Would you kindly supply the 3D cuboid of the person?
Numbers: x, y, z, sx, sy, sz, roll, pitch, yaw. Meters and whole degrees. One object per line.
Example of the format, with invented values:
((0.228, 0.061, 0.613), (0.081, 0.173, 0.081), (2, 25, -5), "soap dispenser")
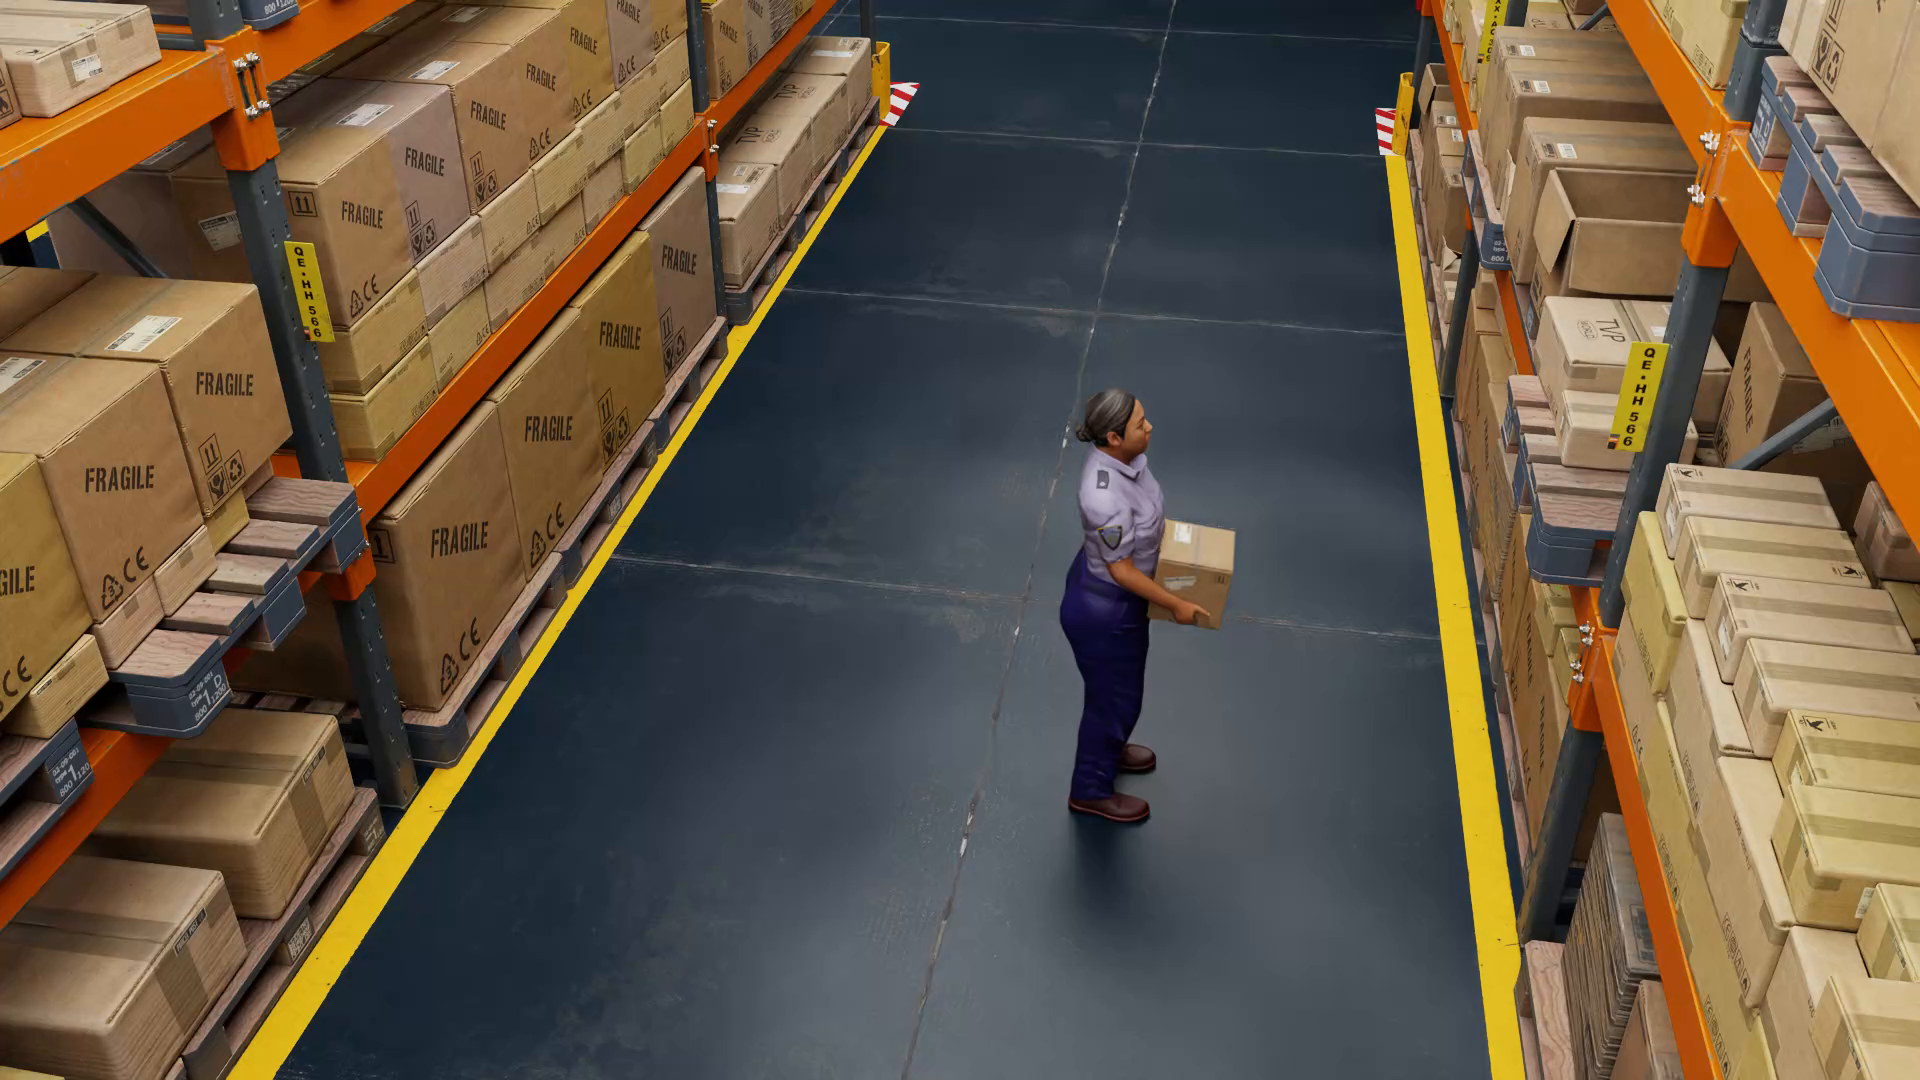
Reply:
((0.613, 0.222, 5.802), (0.511, 1.647, 0.471), (5, 33, 8), "person")
